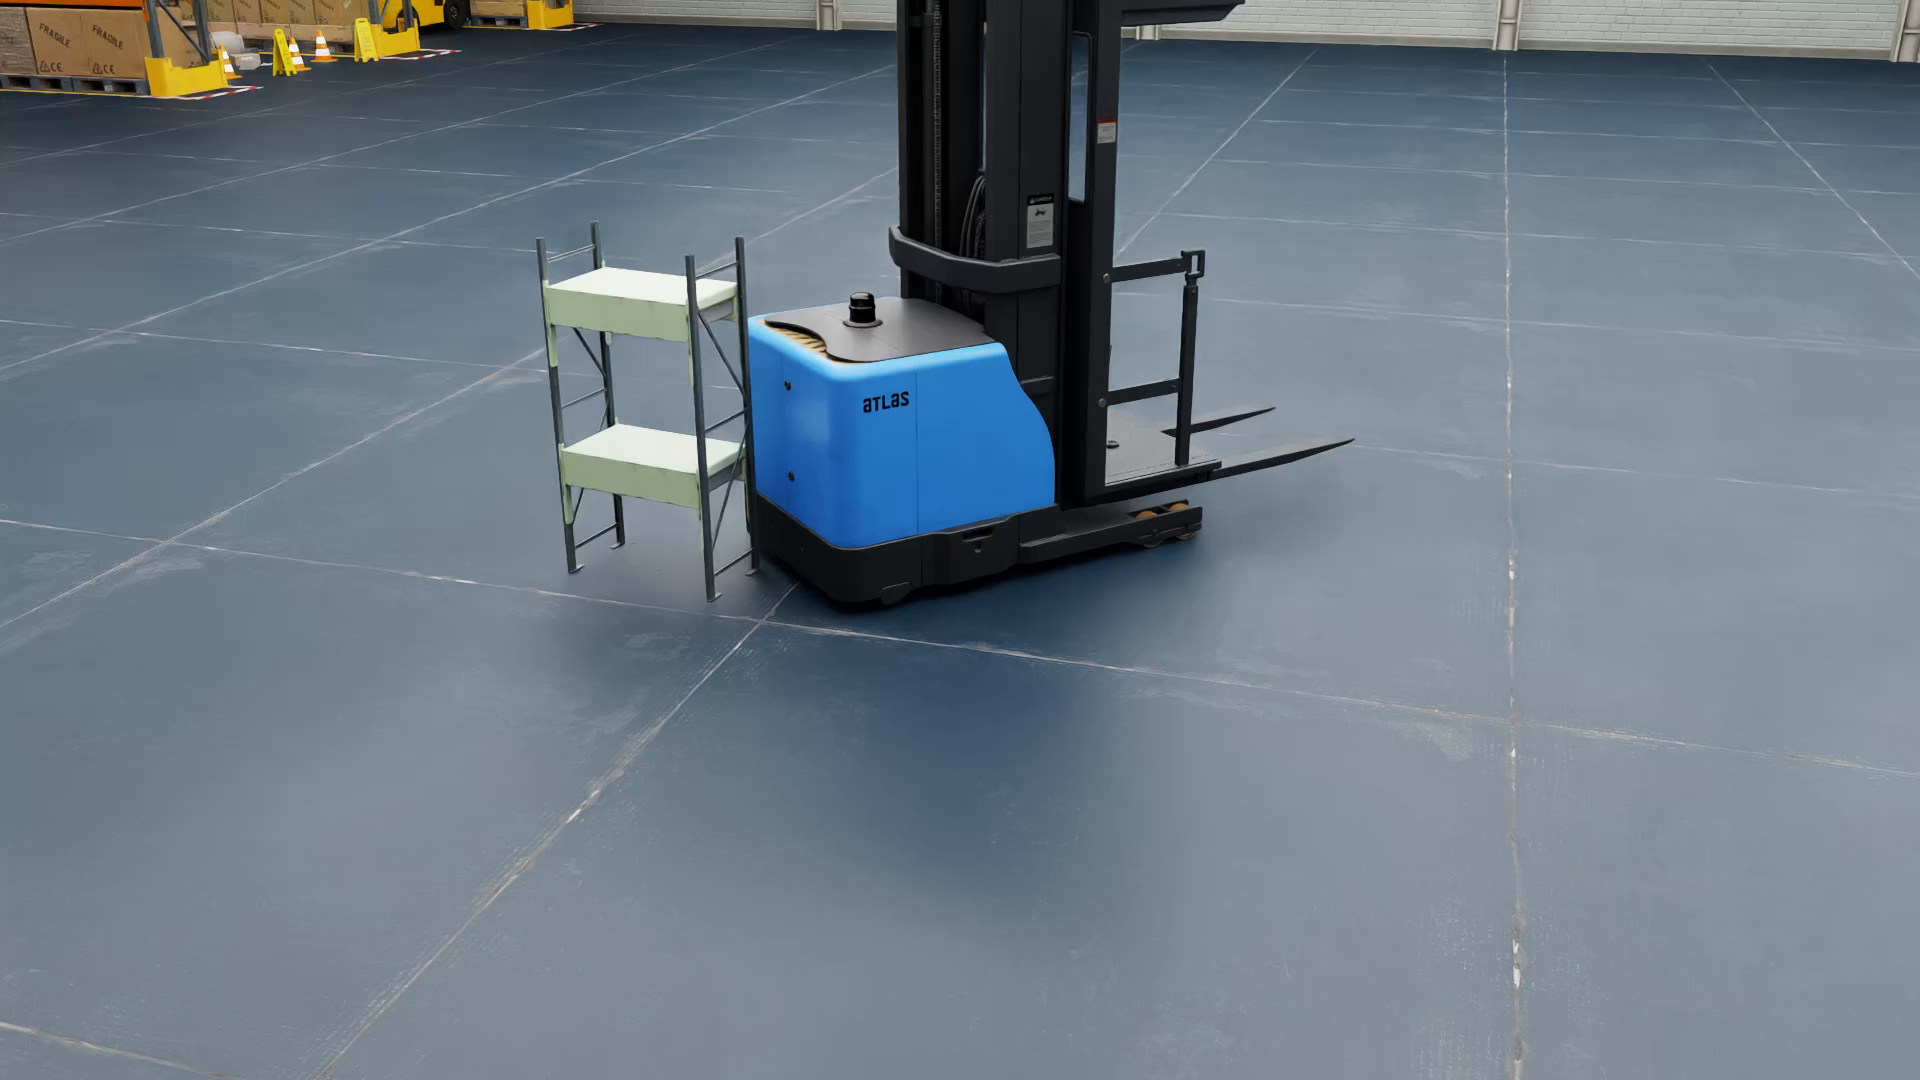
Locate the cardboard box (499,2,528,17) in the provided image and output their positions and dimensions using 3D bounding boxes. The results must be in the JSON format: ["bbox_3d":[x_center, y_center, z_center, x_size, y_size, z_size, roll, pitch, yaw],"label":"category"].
[{"bbox_3d":[-8.301,-9.983,31.225,0.500,0.250,0.500,7,23,16],"label":"cardboard box"}]

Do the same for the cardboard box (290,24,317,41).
[{"bbox_3d":[-10.536,-8.293,27.104,0.500,0.250,0.500,7,23,16],"label":"cardboard box"}]

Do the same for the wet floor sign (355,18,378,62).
[{"bbox_3d":[-9.318,-7.821,25.987,0.232,0.644,0.267,16,27,34],"label":"wet floor sign"}]

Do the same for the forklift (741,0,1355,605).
[{"bbox_3d":[0.540,-1.479,7.514,3.031,2.935,1.130,-13,26,-28],"label":"forklift"}]

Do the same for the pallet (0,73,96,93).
[{"bbox_3d":[-12.476,-6.414,23.129,1.213,0.211,1.003,7,23,15],"label":"pallet"}]

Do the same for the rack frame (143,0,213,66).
[{"bbox_3d":[-10.523,-7.511,22.128,0.127,3.000,1.000,7,23,16],"label":"rack frame"}]

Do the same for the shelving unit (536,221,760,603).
[{"bbox_3d":[-1.321,-0.555,7.147,0.755,1.500,0.431,10,24,23],"label":"shelving unit"}]

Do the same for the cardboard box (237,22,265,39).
[{"bbox_3d":[-11.510,-8.407,27.381,0.500,0.250,0.500,6,23,15],"label":"cardboard box"}]

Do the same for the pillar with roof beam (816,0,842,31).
[{"bbox_3d":[-3.666,-12.082,25.366,0.400,9.000,9.100,7,23,16],"label":"pillar with roof beam"}]

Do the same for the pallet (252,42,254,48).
[{"bbox_3d":[-12.367,-8.408,27.989,1.213,0.211,1.003,7,23,16],"label":"pallet"}]

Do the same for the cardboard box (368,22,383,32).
[{"bbox_3d":[-9.883,-8.431,27.442,0.500,0.250,0.500,6,23,15],"label":"cardboard box"}]

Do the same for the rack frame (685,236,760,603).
[{"bbox_3d":[-0.990,-0.496,7.003,0.023,1.500,0.400,10,24,23],"label":"rack frame"}]

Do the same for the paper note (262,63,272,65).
[{"bbox_3d":[-10.670,-7.327,25.592,0.142,0.019,0.148,-1,22,-3],"label":"paper note"}]

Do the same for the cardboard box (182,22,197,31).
[{"bbox_3d":[-12.387,-7.992,26.590,0.500,0.500,0.500,-14,26,-30],"label":"cardboard box"}]

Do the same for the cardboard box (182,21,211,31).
[{"bbox_3d":[-12.533,-8.518,27.653,0.500,0.250,0.500,5,23,13],"label":"cardboard box"}]

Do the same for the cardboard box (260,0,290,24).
[{"bbox_3d":[-11.014,-8.696,27.100,0.500,0.500,0.500,6,23,14],"label":"cardboard box"}]

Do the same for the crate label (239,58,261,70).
[{"bbox_3d":[-10.740,-7.197,25.136,0.298,0.136,0.250,-5,23,-12],"label":"crate label"}]

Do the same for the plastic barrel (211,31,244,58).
[{"bbox_3d":[-11.605,-7.805,26.239,0.512,0.421,0.421,-14,26,-30],"label":"plastic barrel"}]

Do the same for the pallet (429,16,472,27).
[{"bbox_3d":[-9.669,-10.037,31.961,1.213,0.211,1.003,7,23,15],"label":"pallet"}]

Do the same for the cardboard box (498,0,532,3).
[{"bbox_3d":[-8.316,-10.217,31.137,0.500,0.250,0.500,6,23,15],"label":"cardboard box"}]

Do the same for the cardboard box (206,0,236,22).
[{"bbox_3d":[-12.017,-8.811,27.379,0.500,0.500,0.500,8,23,18],"label":"cardboard box"}]

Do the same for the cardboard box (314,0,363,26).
[{"bbox_3d":[-10.033,-8.582,26.822,0.500,0.500,0.500,7,23,16],"label":"cardboard box"}]

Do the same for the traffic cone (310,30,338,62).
[{"bbox_3d":[-9.975,-7.725,25.993,0.334,0.463,0.336,7,23,16],"label":"traffic cone"}]

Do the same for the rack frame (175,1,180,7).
[{"bbox_3d":[-15.419,-12.001,33.075,0.127,3.000,1.000,7,23,16],"label":"rack frame"}]

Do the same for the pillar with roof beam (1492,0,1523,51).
[{"bbox_3d":[7.823,-10.766,22.159,0.400,9.000,9.100,7,23,16],"label":"pillar with roof beam"}]

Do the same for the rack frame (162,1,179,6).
[{"bbox_3d":[-13.020,-9.759,27.608,0.127,3.000,1.000,7,23,16],"label":"rack frame"}]

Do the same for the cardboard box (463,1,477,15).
[{"bbox_3d":[-9.251,-10.099,31.508,0.500,0.250,0.500,7,23,16],"label":"cardboard box"}]

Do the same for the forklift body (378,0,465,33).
[{"bbox_3d":[-10.103,-10.276,29.989,1.214,2.155,2.313,7,23,16],"label":"forklift body"}]

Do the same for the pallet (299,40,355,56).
[{"bbox_3d":[-10.031,-8.140,27.337,1.213,0.211,1.003,7,23,16],"label":"pallet"}]

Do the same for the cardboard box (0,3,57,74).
[{"bbox_3d":[-12.907,-6.969,23.053,0.875,0.875,0.875,7,23,16],"label":"cardboard box"}]

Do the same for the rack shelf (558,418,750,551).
[{"bbox_3d":[-1.321,-0.254,7.271,0.720,0.370,0.431,10,24,23],"label":"rack shelf"}]

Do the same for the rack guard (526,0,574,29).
[{"bbox_3d":[-7.737,-9.965,31.405,0.348,0.500,1.175,7,23,16],"label":"rack guard"}]

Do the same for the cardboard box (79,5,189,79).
[{"bbox_3d":[-11.192,-6.772,22.574,0.875,0.875,0.875,7,23,16],"label":"cardboard box"}]

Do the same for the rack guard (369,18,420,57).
[{"bbox_3d":[-9.263,-8.172,27.034,0.348,0.500,1.175,7,23,16],"label":"rack guard"}]
